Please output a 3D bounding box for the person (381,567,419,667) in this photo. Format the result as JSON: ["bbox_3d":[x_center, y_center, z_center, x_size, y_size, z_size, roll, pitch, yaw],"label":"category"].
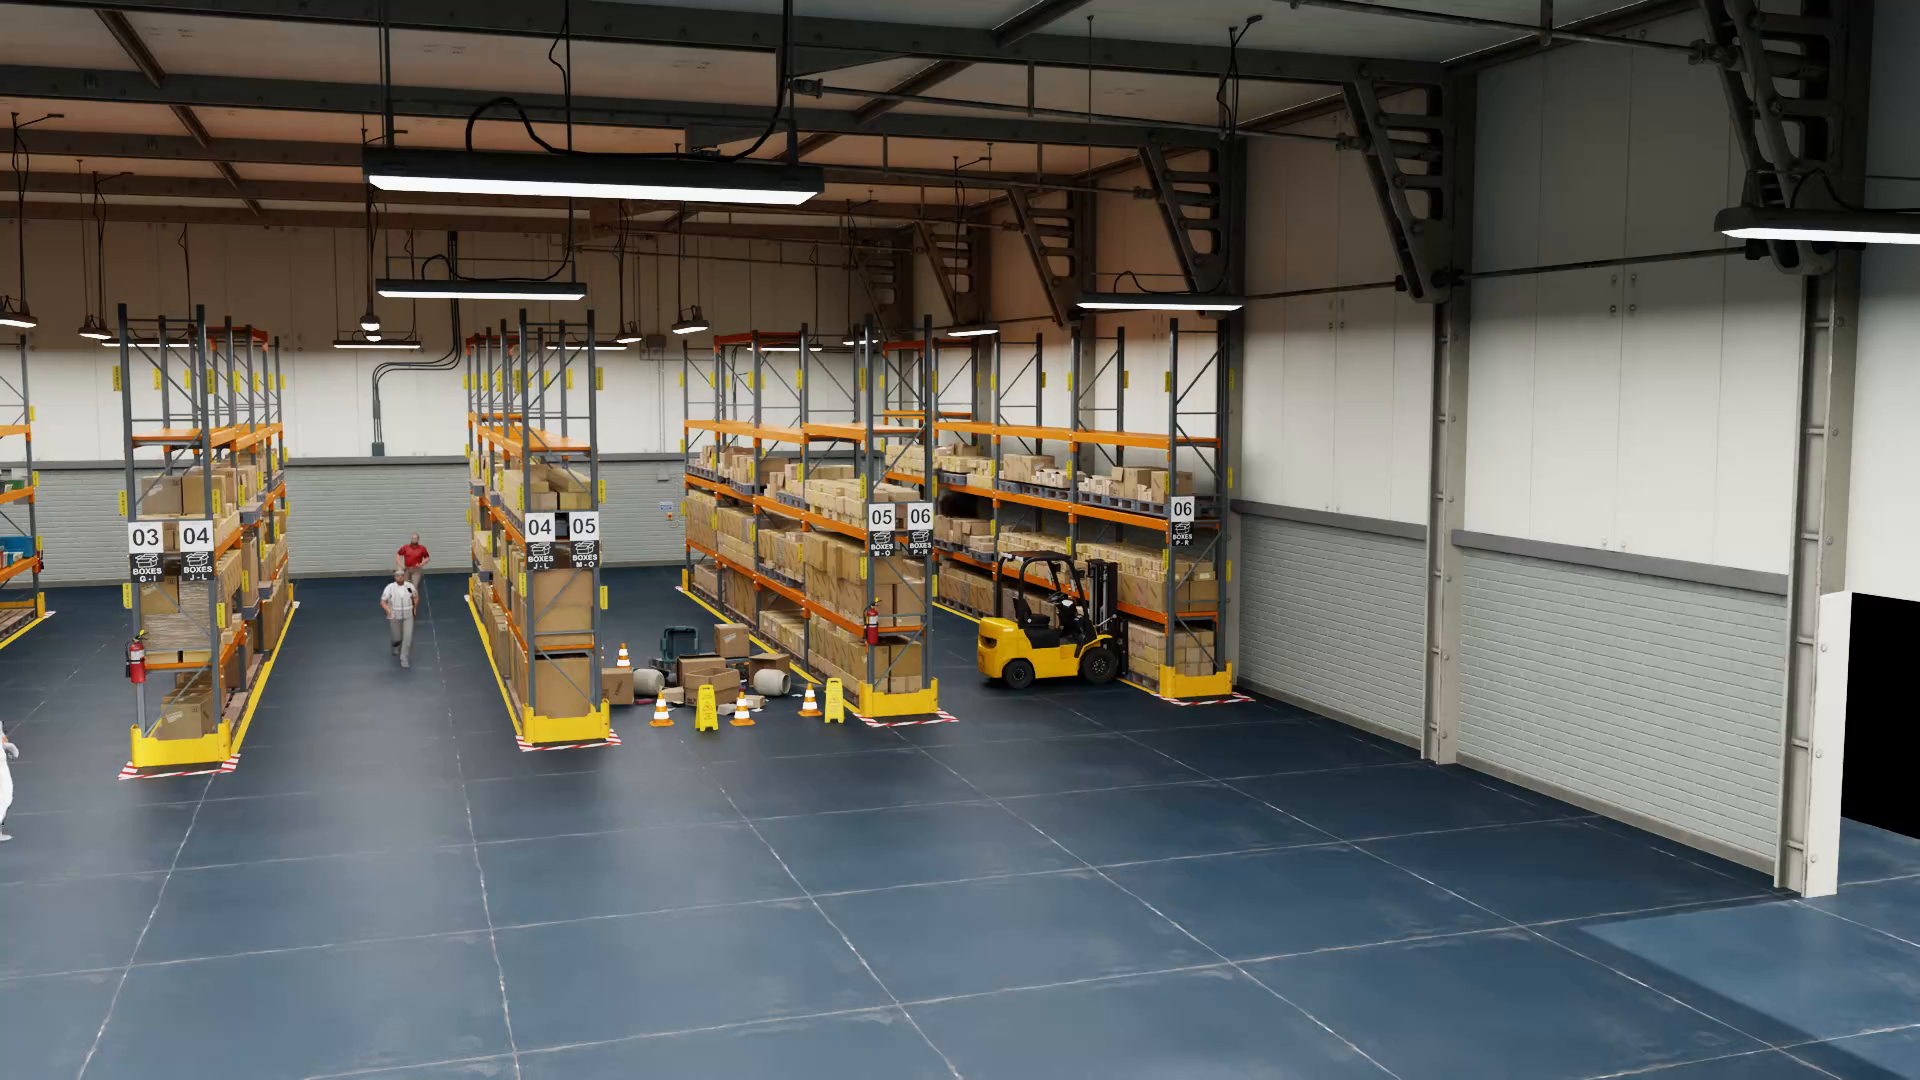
[{"bbox_3d":[-9.904,1.347,29.477,0.663,1.758,0.752,-3,6,-28],"label":"person"}]

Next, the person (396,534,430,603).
[{"bbox_3d":[-12.061,0.702,36.686,0.714,1.672,0.557,-1,6,-15],"label":"person"}]

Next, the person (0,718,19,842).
[{"bbox_3d":[-10.644,2.427,18.140,0.592,1.732,0.672,1,6,10],"label":"person"}]
